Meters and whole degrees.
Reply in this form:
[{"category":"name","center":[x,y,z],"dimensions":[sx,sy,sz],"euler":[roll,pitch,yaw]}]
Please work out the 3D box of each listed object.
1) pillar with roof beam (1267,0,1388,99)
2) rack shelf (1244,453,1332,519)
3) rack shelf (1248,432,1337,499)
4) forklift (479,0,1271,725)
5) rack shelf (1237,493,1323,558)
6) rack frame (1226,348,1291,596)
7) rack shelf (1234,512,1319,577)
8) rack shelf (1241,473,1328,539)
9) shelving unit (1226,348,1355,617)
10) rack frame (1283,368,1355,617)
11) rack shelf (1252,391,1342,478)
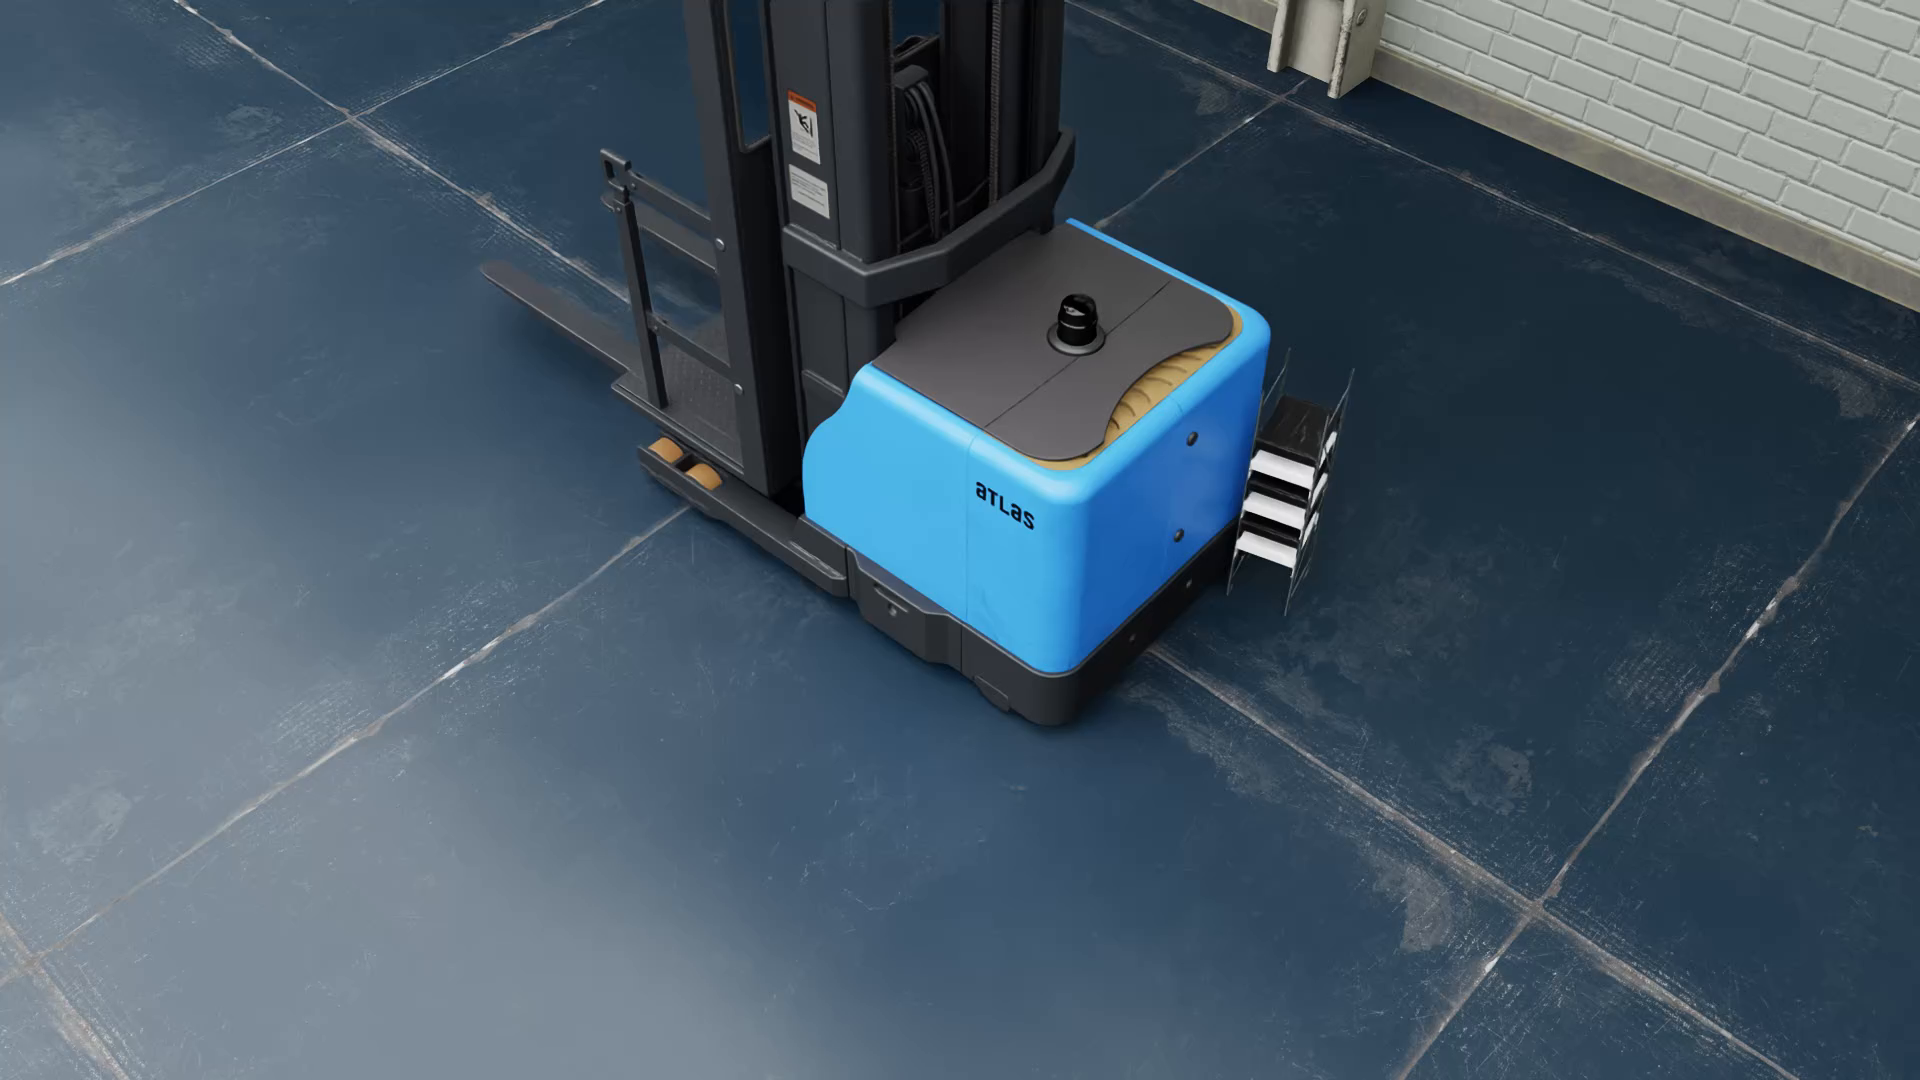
[{"category":"pillar with roof beam","center":[-1.226,-2.982,2.377],"dimensions":[0.400,9.000,9.100],"euler":[34,55,28]},{"category":"rack shelf","center":[1.040,-0.203,5.246],"dimensions":[0.200,0.077,0.258],"euler":[21,50,18]},{"category":"rack shelf","center":[1.040,-0.265,5.180],"dimensions":[0.200,0.077,0.258],"euler":[21,50,18]},{"category":"forklift","center":[-0.505,-1.365,5.021],"dimensions":[3.031,2.935,1.130],"euler":[33,55,27]},{"category":"rack shelf","center":[1.040,-0.080,5.377],"dimensions":[0.200,0.077,0.258],"euler":[21,50,18]},{"category":"rack frame","center":[0.950,-0.199,5.319],"dimensions":[0.006,0.900,0.240],"euler":[21,50,18]},{"category":"rack shelf","center":[1.040,-0.019,5.443],"dimensions":[0.200,0.077,0.258],"euler":[21,50,18]},{"category":"rack shelf","center":[1.040,-0.142,5.311],"dimensions":[0.200,0.077,0.258],"euler":[21,50,18]},{"category":"shelving unit","center":[1.040,-0.165,5.287],"dimensions":[0.210,0.900,0.258],"euler":[21,50,18]},{"category":"rack frame","center":[1.130,-0.130,5.255],"dimensions":[0.006,0.900,0.240],"euler":[21,50,18]},{"category":"rack shelf","center":[1.040,-0.327,5.114],"dimensions":[0.200,0.077,0.258],"euler":[21,50,18]}]
